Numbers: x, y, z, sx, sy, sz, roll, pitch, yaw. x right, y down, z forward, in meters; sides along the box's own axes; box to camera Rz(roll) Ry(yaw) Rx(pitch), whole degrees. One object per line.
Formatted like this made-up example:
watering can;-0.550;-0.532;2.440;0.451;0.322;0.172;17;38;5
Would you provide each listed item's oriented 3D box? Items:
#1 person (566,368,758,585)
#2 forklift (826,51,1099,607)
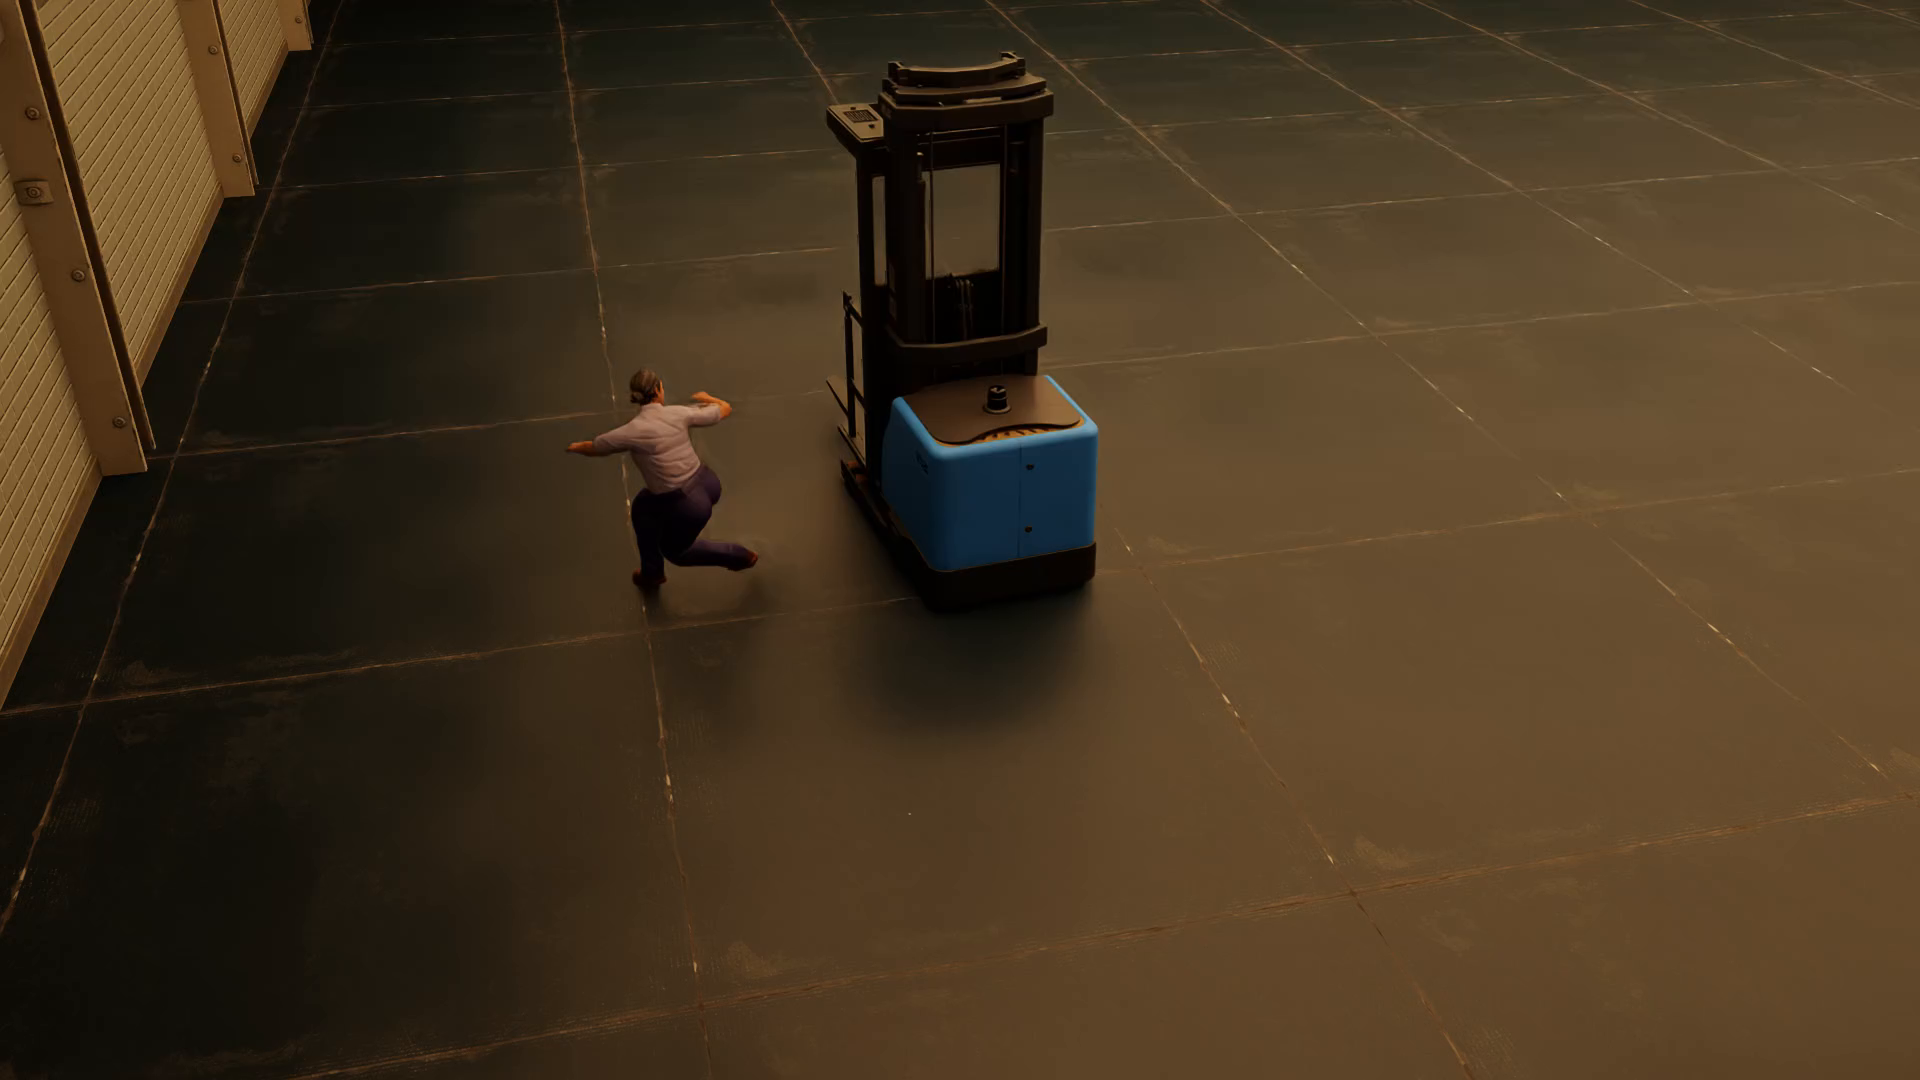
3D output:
person;-1.734;-0.387;9.739;1.081;1.417;0.805;13;32;21
forklift;-0.155;-1.603;10.343;1.130;2.935;3.031;-10;32;-17
